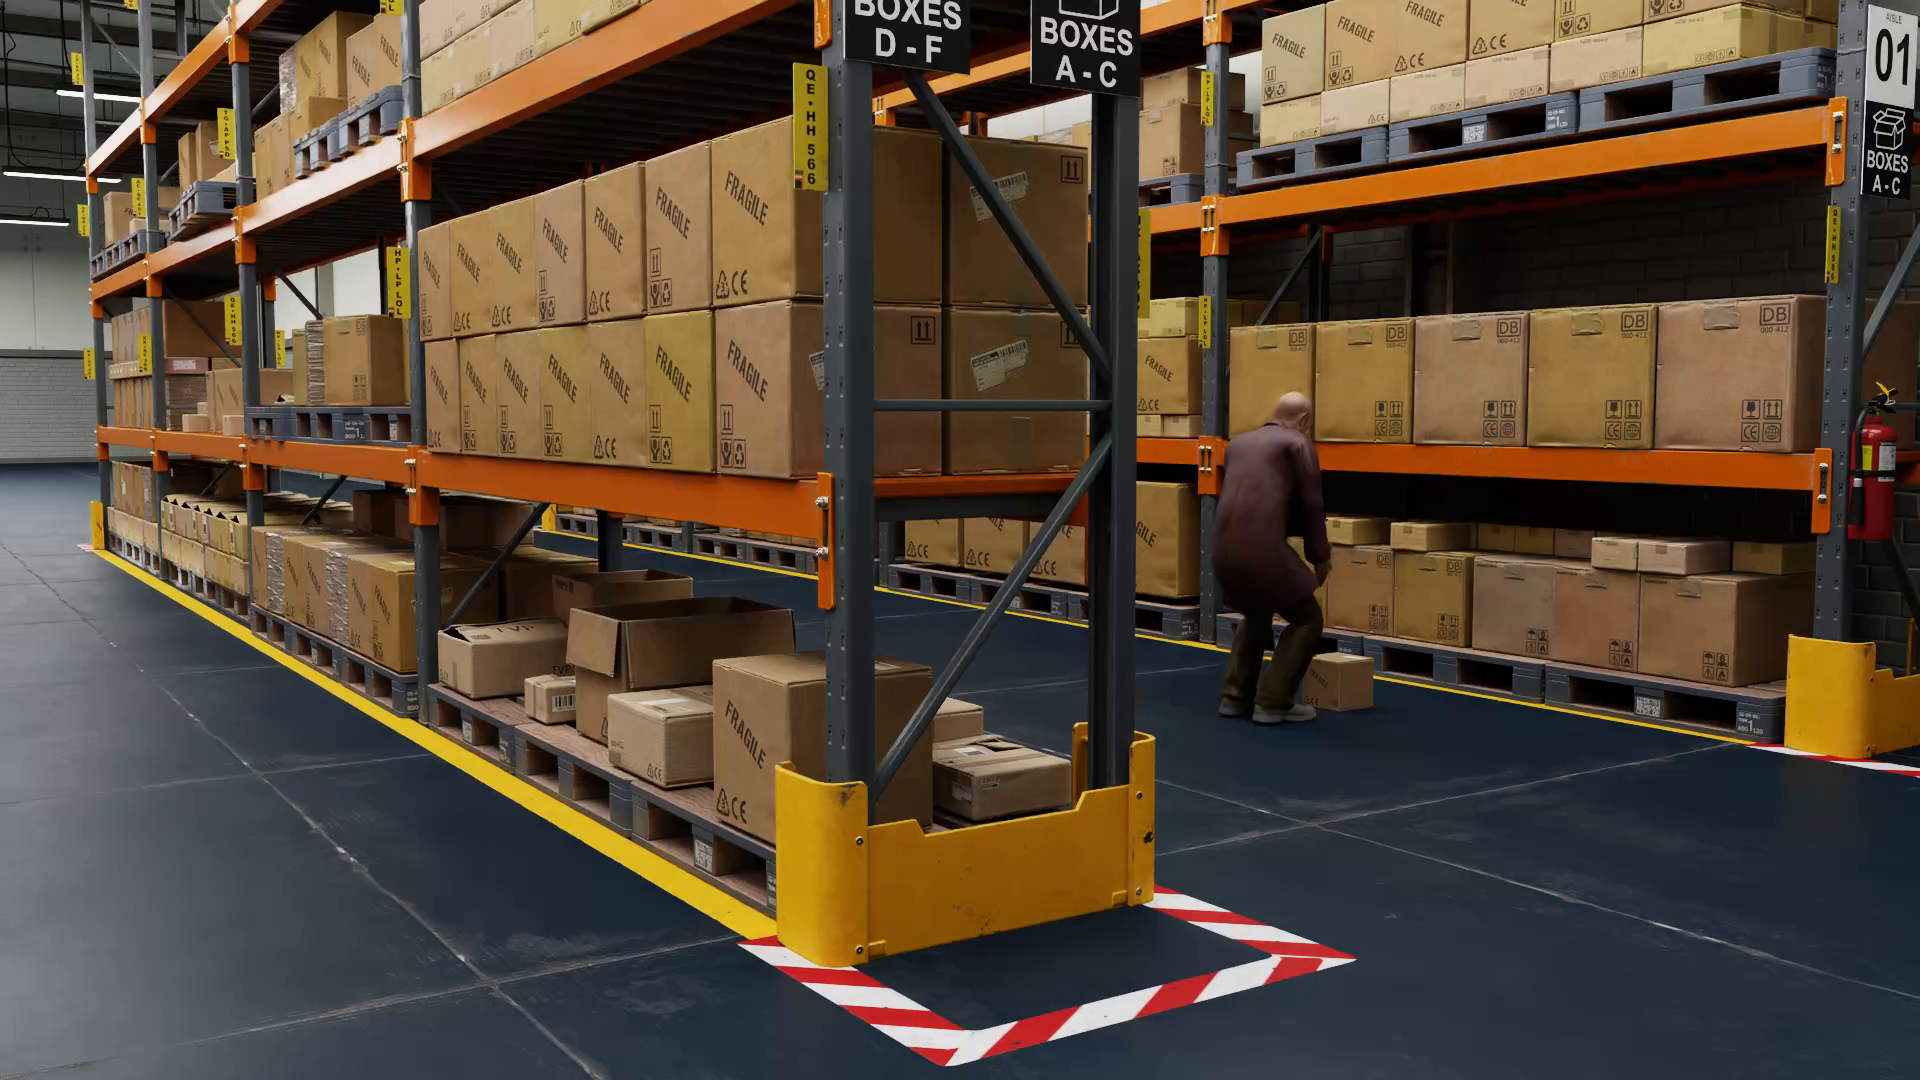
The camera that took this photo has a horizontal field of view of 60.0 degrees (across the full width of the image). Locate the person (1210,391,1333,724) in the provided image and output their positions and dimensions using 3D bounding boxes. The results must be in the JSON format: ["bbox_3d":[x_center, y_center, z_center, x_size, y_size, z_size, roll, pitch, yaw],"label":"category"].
[{"bbox_3d":[1.482,0.077,8.078,0.588,1.582,0.623,-3,5,-33],"label":"person"}]
